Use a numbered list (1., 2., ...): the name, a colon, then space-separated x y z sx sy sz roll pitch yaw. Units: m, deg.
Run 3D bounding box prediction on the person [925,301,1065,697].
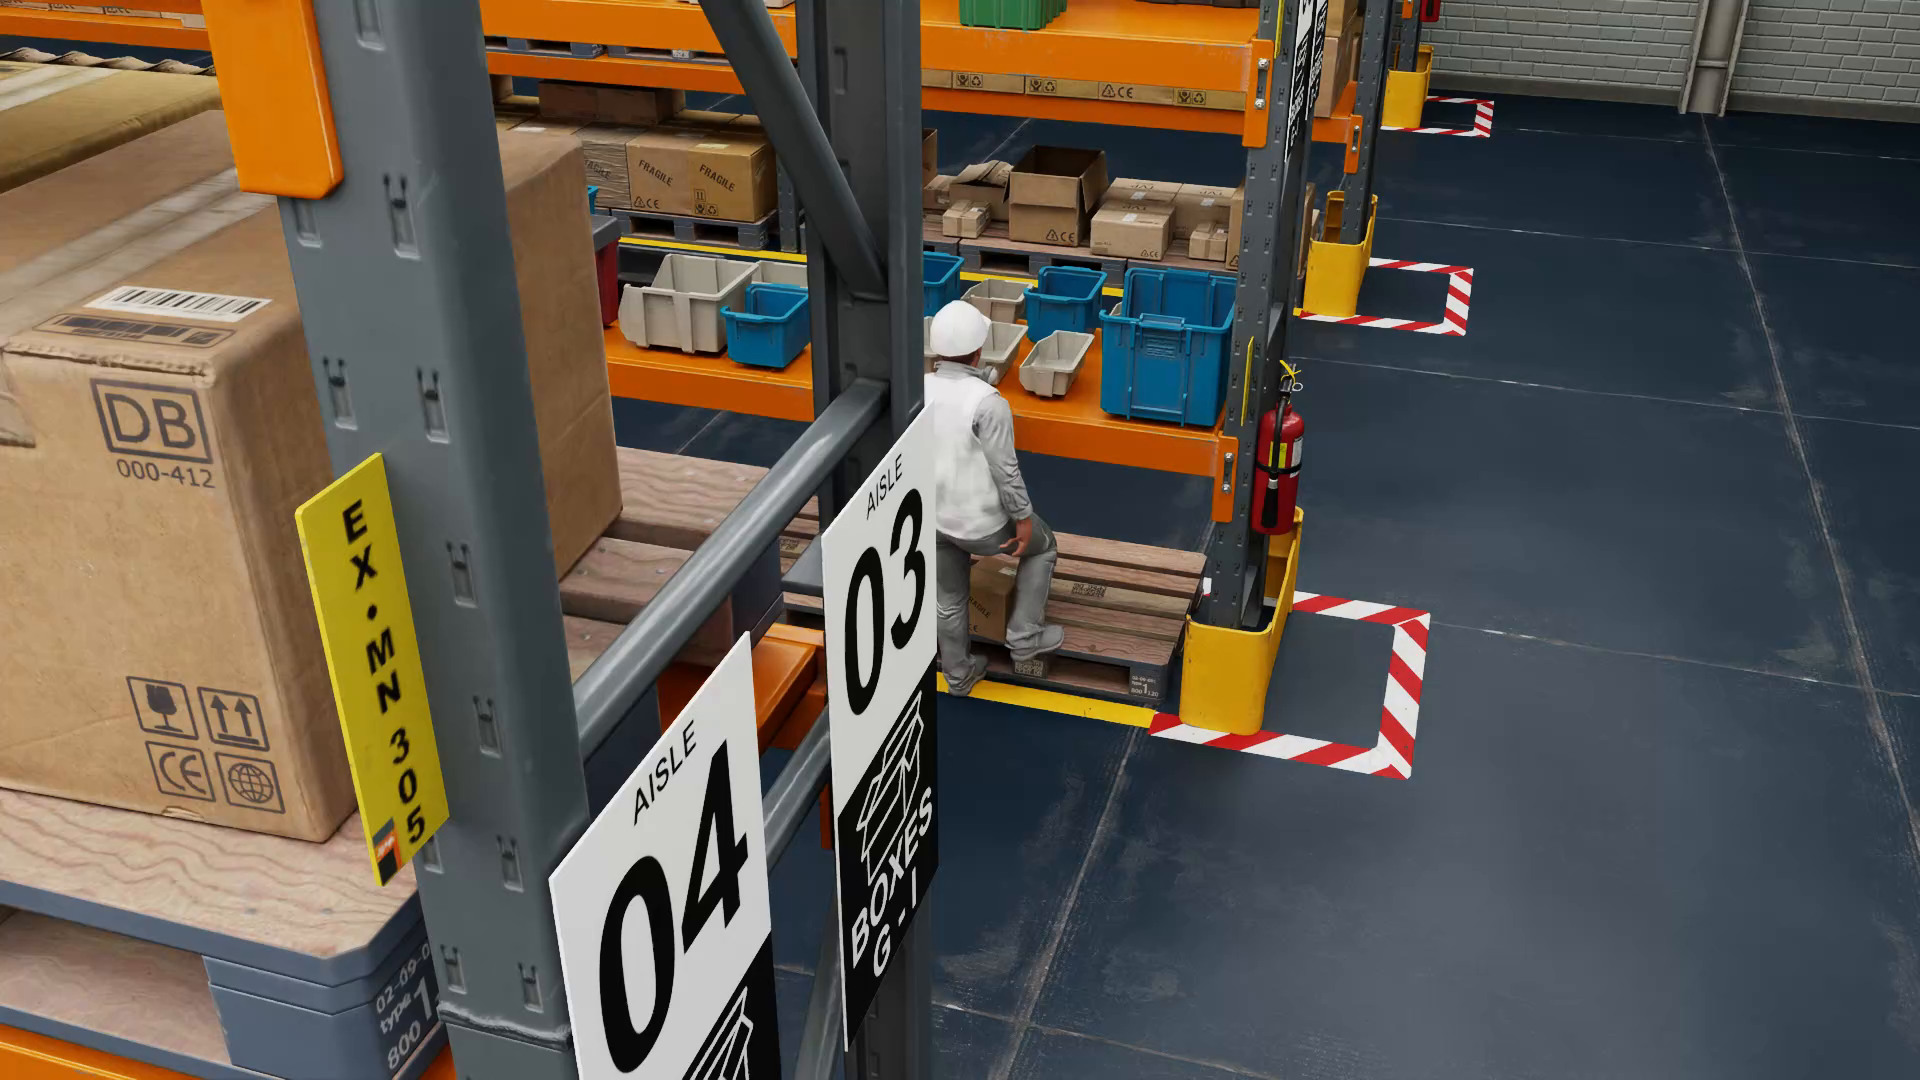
1. person: 0.078 -0.156 6.859 0.637 1.778 0.610 18 34 30
